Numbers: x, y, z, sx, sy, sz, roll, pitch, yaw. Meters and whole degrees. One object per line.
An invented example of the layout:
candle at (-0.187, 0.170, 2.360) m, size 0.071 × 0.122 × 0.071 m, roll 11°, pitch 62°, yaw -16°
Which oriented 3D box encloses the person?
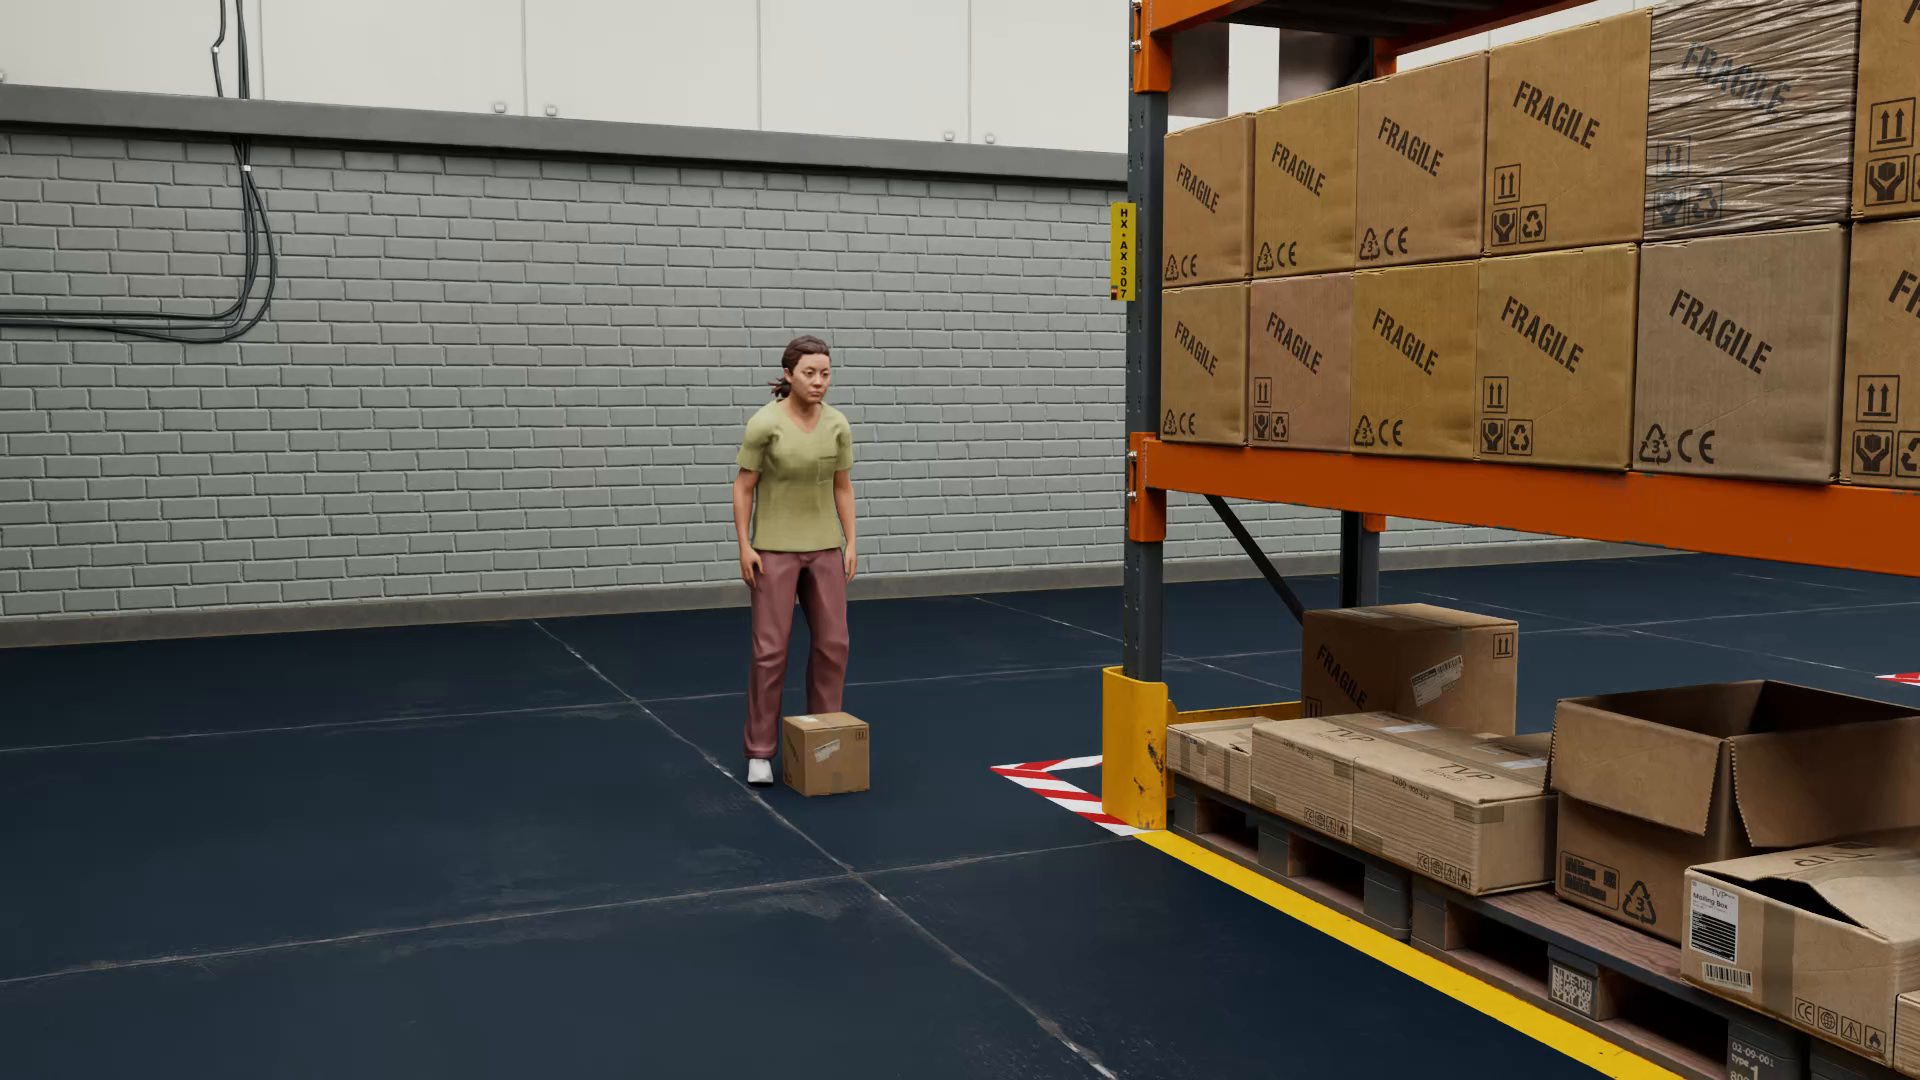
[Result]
person at (-0.607, 0.063, 6.316) m, size 0.498 × 1.672 × 0.363 m, roll -3°, pitch 6°, yaw -26°
